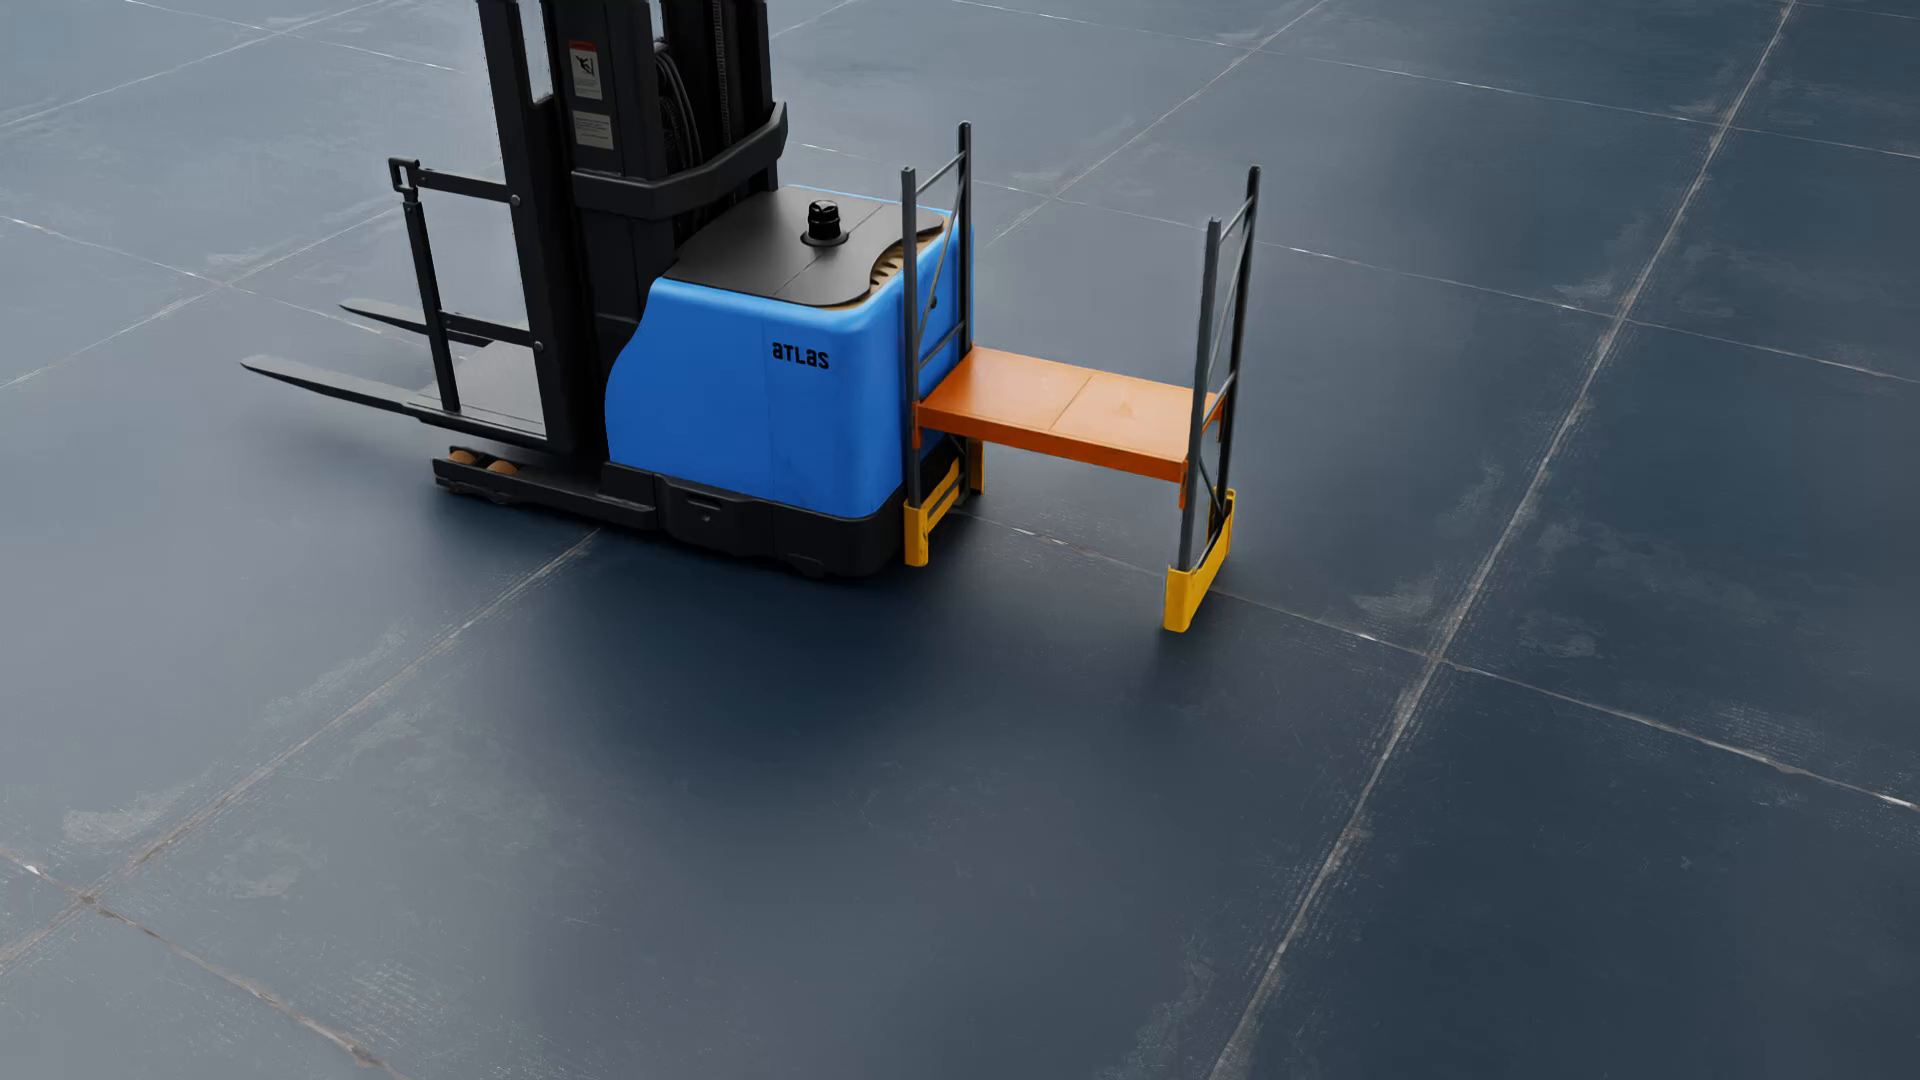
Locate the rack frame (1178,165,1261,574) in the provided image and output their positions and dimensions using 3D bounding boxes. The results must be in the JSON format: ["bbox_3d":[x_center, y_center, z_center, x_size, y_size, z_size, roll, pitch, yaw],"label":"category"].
[{"bbox_3d":[0.857,-0.457,5.583,0.032,1.500,0.500,14,36,19],"label":"rack frame"}]

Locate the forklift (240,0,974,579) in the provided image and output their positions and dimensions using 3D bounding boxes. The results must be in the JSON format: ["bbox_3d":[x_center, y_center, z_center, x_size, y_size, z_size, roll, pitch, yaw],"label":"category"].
[{"bbox_3d":[-1.498,-1.611,6.024,3.031,2.935,1.130,14,36,19],"label":"forklift"}]

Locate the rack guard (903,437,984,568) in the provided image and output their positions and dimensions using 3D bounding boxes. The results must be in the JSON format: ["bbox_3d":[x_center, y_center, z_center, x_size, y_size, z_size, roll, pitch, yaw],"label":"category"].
[{"bbox_3d":[-0.056,-0.158,6.262,0.087,0.250,0.587,14,36,19],"label":"rack guard"}]

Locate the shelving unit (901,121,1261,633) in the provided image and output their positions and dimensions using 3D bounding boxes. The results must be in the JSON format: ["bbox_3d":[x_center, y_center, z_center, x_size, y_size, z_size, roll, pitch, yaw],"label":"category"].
[{"bbox_3d":[0.400,-0.567,5.749,1.083,1.500,0.587,14,36,19],"label":"shelving unit"}]

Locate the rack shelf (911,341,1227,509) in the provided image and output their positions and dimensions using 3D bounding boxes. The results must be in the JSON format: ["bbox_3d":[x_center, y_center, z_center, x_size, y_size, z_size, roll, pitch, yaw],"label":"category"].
[{"bbox_3d":[0.392,-0.420,5.852,1.000,0.185,0.538,14,36,19],"label":"rack shelf"}]

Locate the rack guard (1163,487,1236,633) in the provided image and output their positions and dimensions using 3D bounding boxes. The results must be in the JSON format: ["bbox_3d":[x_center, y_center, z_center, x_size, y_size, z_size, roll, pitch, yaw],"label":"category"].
[{"bbox_3d":[0.856,0.063,5.929,0.087,0.250,0.587,14,36,19],"label":"rack guard"}]

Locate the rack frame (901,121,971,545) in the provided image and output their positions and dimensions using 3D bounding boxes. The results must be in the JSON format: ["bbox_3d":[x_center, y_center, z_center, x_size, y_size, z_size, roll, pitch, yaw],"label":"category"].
[{"bbox_3d":[-0.074,-0.682,5.922,0.032,1.500,0.500,14,36,19],"label":"rack frame"}]
